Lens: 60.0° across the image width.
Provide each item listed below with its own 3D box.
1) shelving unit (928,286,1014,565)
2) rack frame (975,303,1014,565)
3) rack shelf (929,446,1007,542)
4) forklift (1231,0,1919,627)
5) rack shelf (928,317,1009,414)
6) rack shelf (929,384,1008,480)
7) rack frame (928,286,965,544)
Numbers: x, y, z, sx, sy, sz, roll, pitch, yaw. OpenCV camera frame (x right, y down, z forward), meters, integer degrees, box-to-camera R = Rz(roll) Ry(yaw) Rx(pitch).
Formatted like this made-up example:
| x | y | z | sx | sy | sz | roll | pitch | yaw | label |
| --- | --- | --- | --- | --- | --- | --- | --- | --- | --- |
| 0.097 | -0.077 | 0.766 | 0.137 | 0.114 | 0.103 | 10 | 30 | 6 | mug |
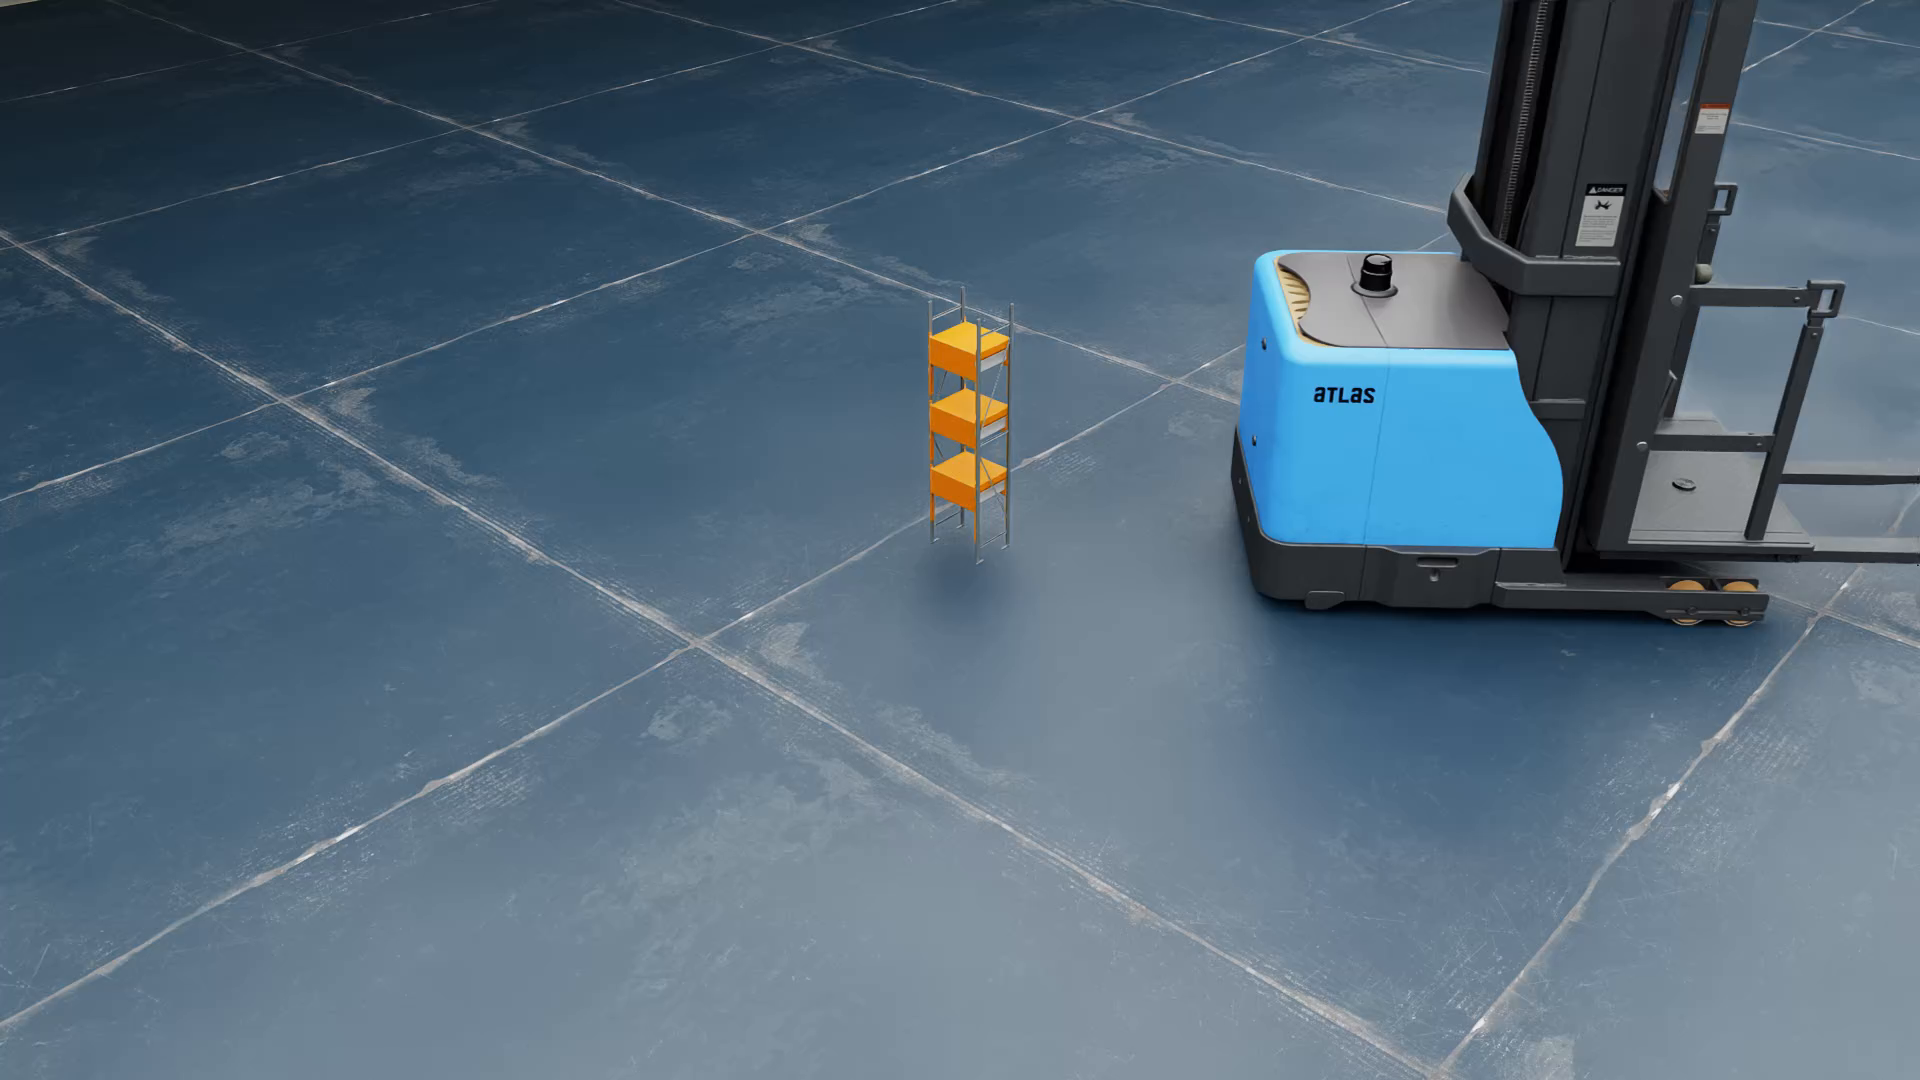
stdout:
| x | y | z | sx | sy | sz | roll | pitch | yaw | label |
| --- | --- | --- | --- | --- | --- | --- | --- | --- | --- |
| 0.040 | -0.431 | 6.448 | 0.252 | 1.050 | 0.215 | 25 | 39 | 35 | shelving unit |
| 0.130 | -0.389 | 6.378 | 0.008 | 1.050 | 0.200 | 25 | 39 | 35 | rack frame |
| 0.040 | -0.184 | 6.597 | 0.240 | 0.259 | 0.215 | 25 | 39 | 35 | rack shelf |
| 2.646 | -1.213 | 5.924 | 3.031 | 2.935 | 1.130 | 1 | 31 | 2 | forklift |
| 0.040 | -0.665 | 6.308 | 0.240 | 0.259 | 0.215 | 25 | 39 | 35 | rack shelf |
| 0.040 | -0.422 | 6.454 | 0.240 | 0.259 | 0.215 | 25 | 39 | 35 | rack shelf |
| -0.051 | -0.473 | 6.519 | 0.008 | 1.050 | 0.200 | 25 | 39 | 35 | rack frame |
